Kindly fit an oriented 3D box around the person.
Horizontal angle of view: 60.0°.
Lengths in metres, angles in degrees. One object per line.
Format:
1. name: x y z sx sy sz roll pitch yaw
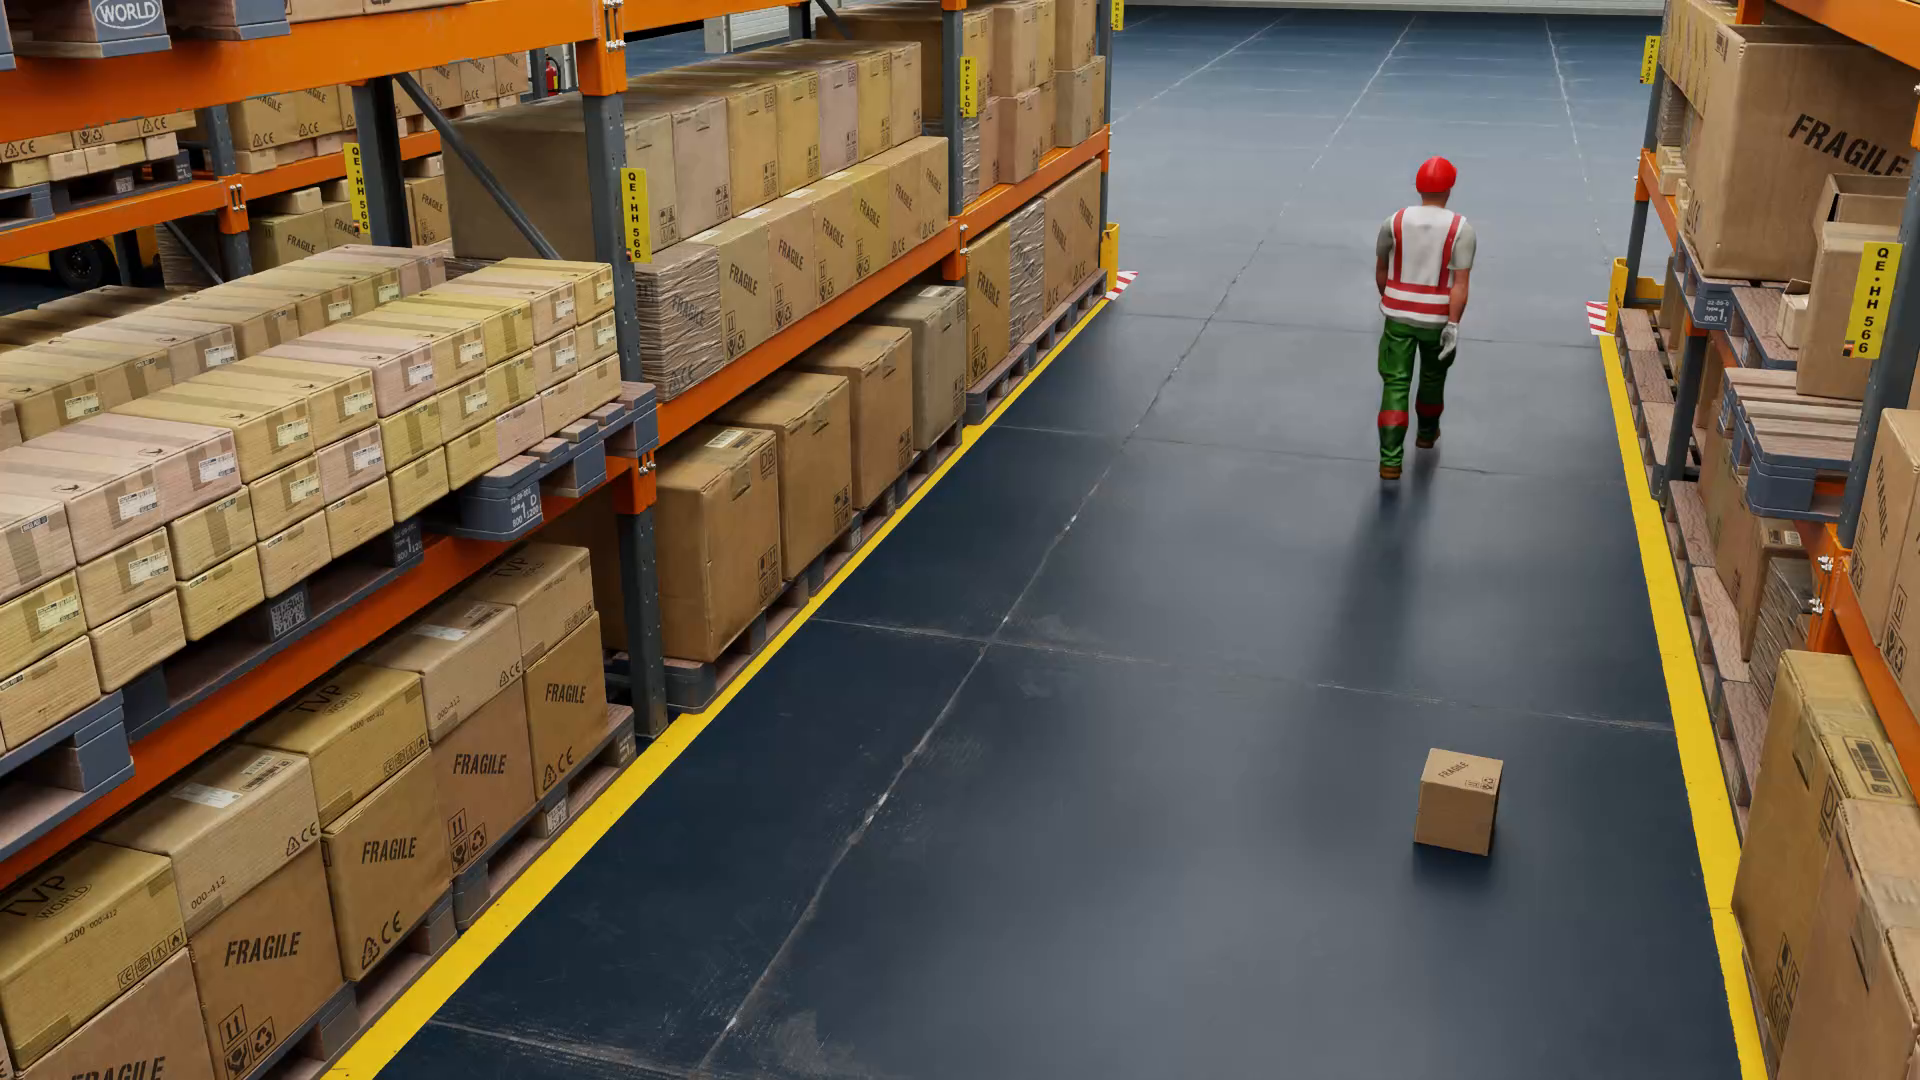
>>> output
1. person: 2.552 -1.267 9.224 0.528 1.733 1.056 7 23 18
